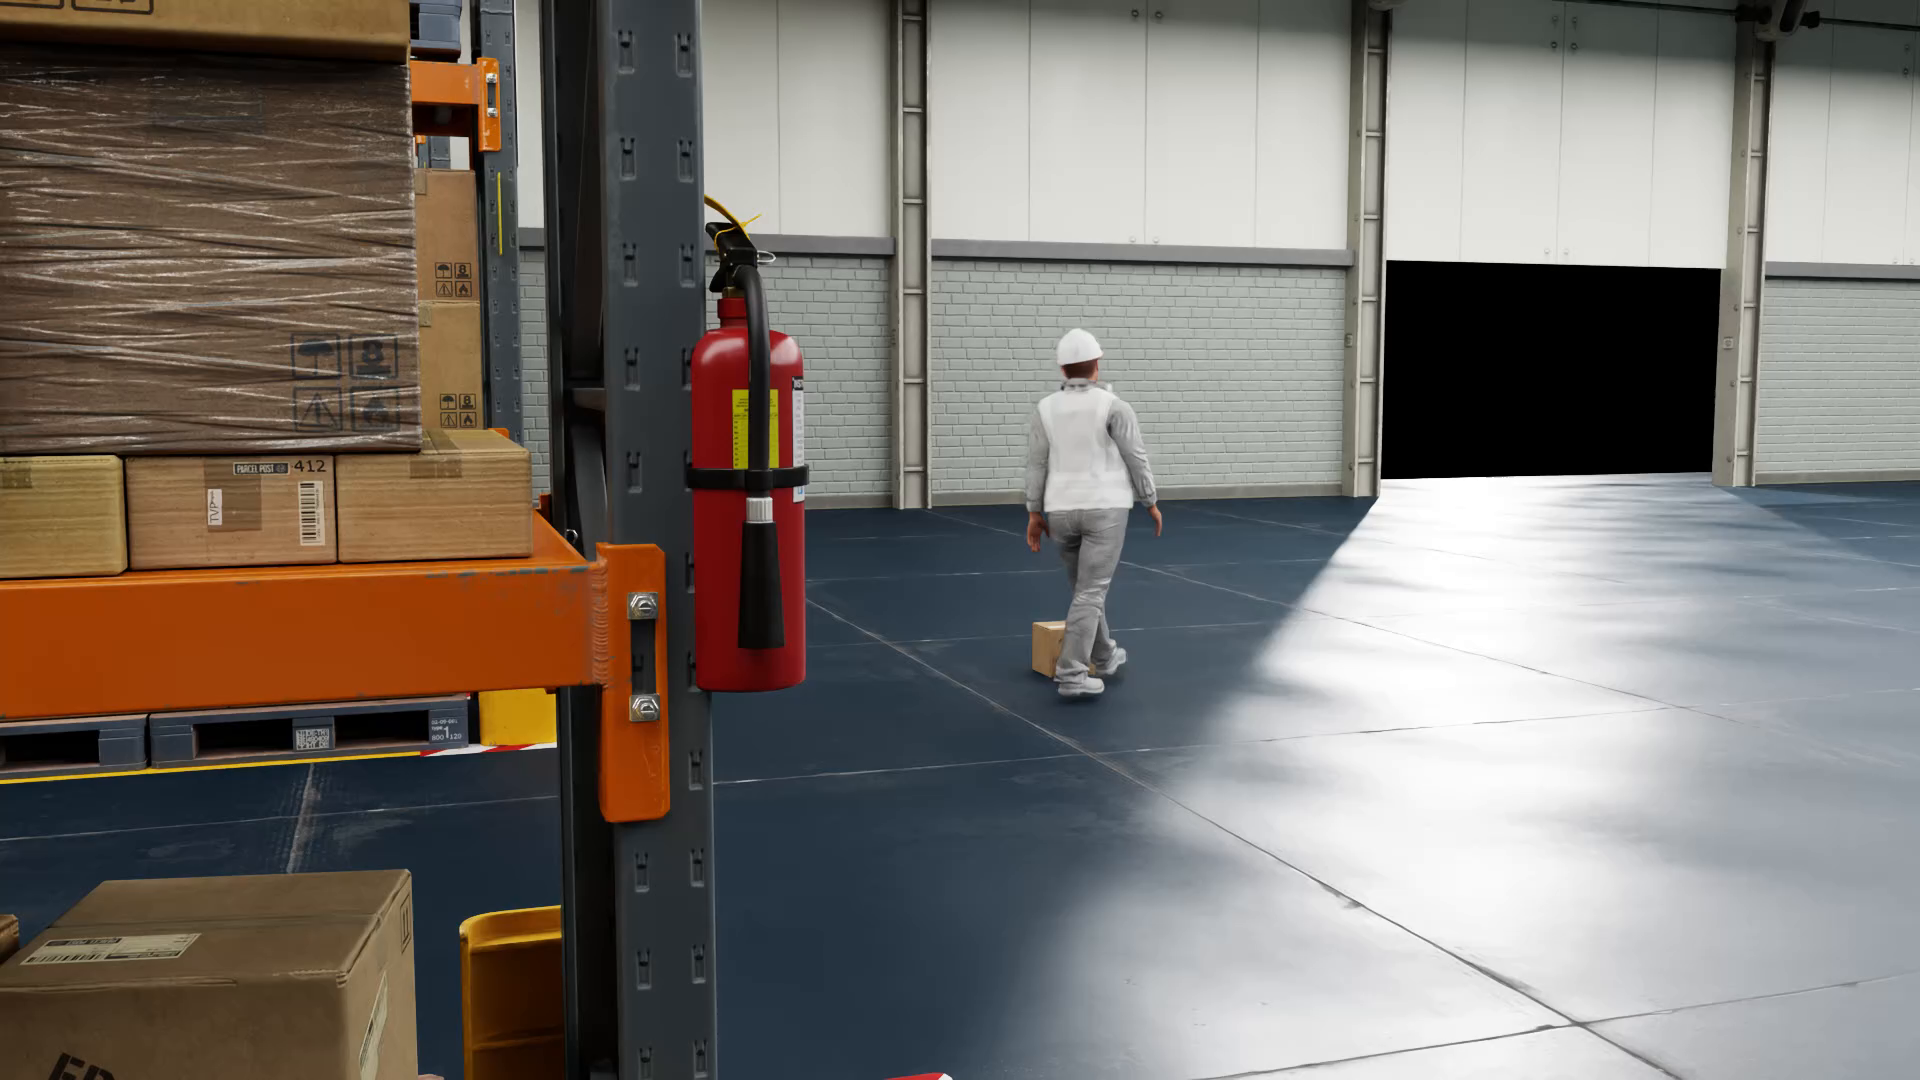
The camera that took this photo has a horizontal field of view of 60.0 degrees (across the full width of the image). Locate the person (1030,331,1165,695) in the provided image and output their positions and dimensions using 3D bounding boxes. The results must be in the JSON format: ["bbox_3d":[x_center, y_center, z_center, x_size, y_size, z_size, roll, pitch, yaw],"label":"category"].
[{"bbox_3d":[0.683,-0.140,8.101,0.587,1.739,0.936,2,6,23],"label":"person"}]
